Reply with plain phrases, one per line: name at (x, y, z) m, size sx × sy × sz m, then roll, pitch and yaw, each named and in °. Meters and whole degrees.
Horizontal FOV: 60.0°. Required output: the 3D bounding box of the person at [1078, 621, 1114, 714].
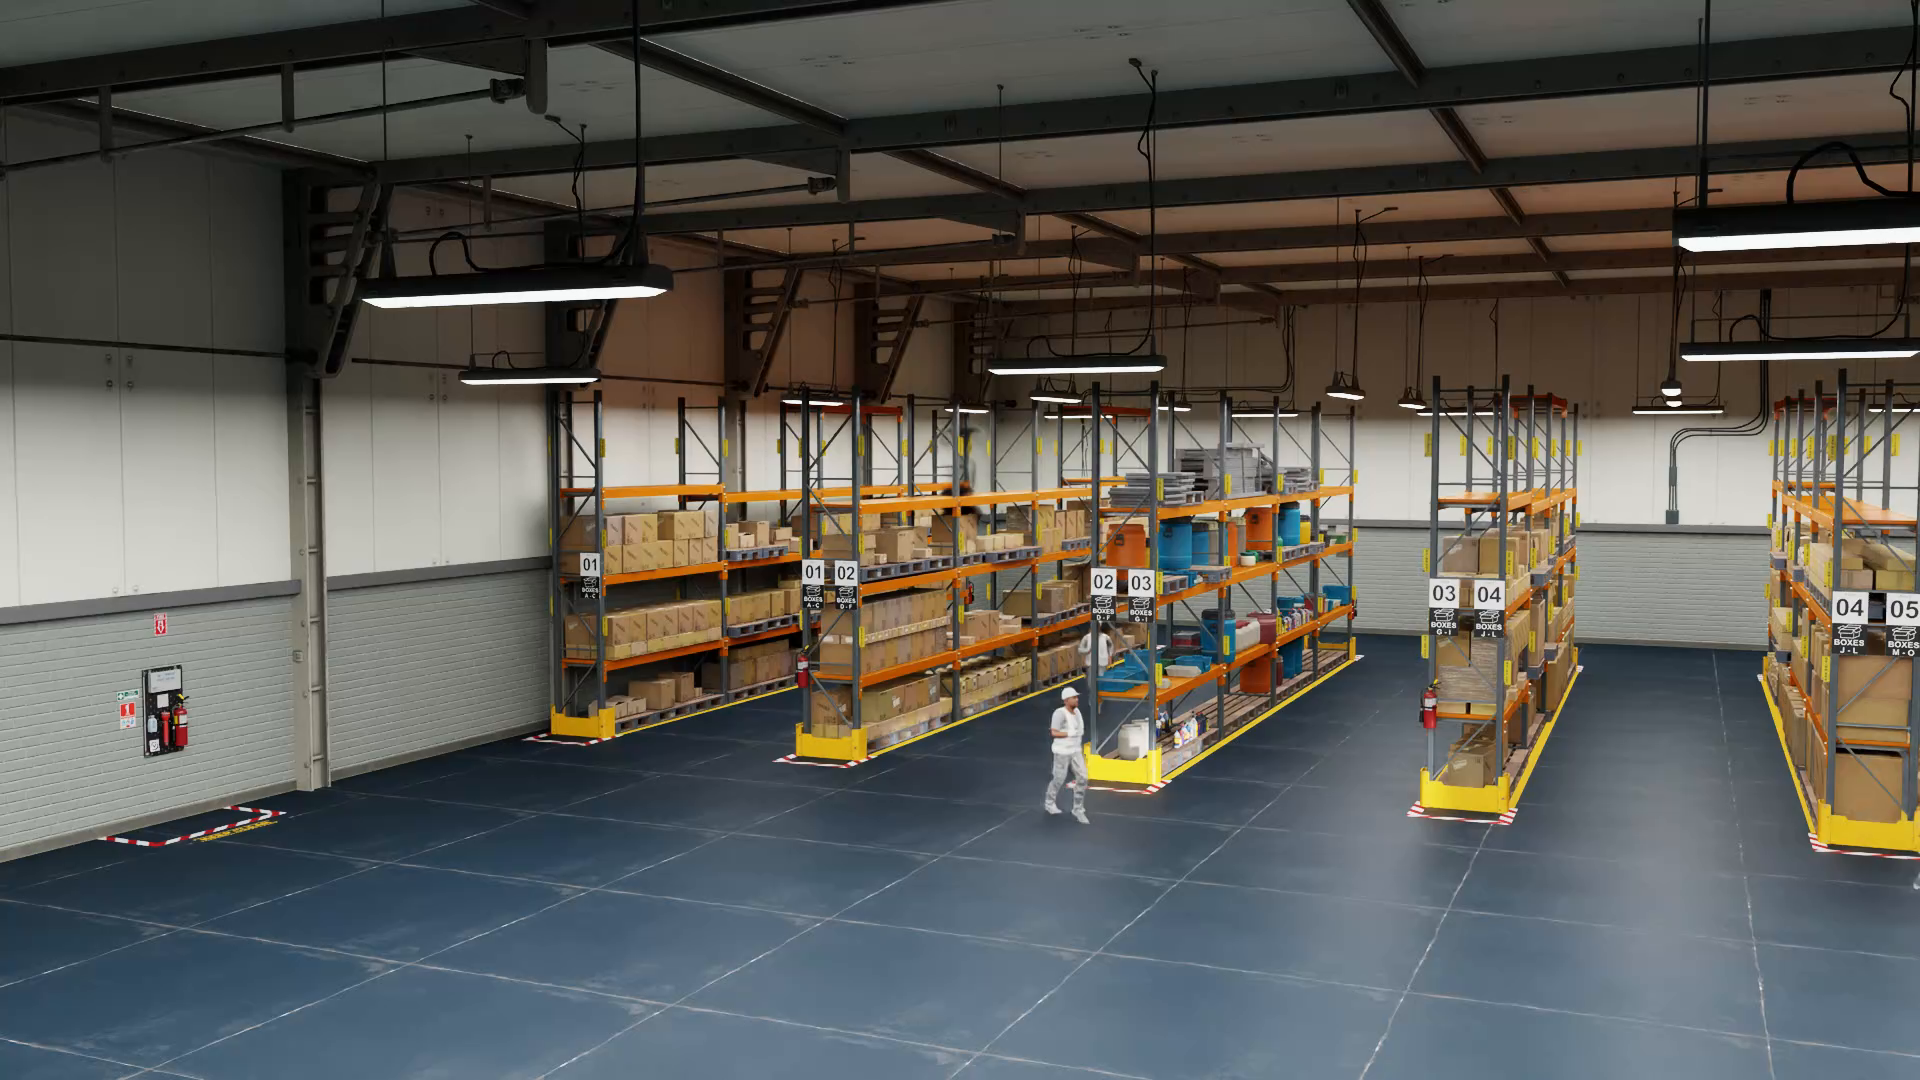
person at (2.574, 2.362, 31.487) m, size 0.675 × 1.760 × 0.907 m, roll 0°, pitch 3°, yaw 5°

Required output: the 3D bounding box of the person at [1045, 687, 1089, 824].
person at (1.420, 2.803, 22.288) m, size 0.643 × 1.667 × 0.780 m, roll -3°, pitch 4°, yaw -44°
